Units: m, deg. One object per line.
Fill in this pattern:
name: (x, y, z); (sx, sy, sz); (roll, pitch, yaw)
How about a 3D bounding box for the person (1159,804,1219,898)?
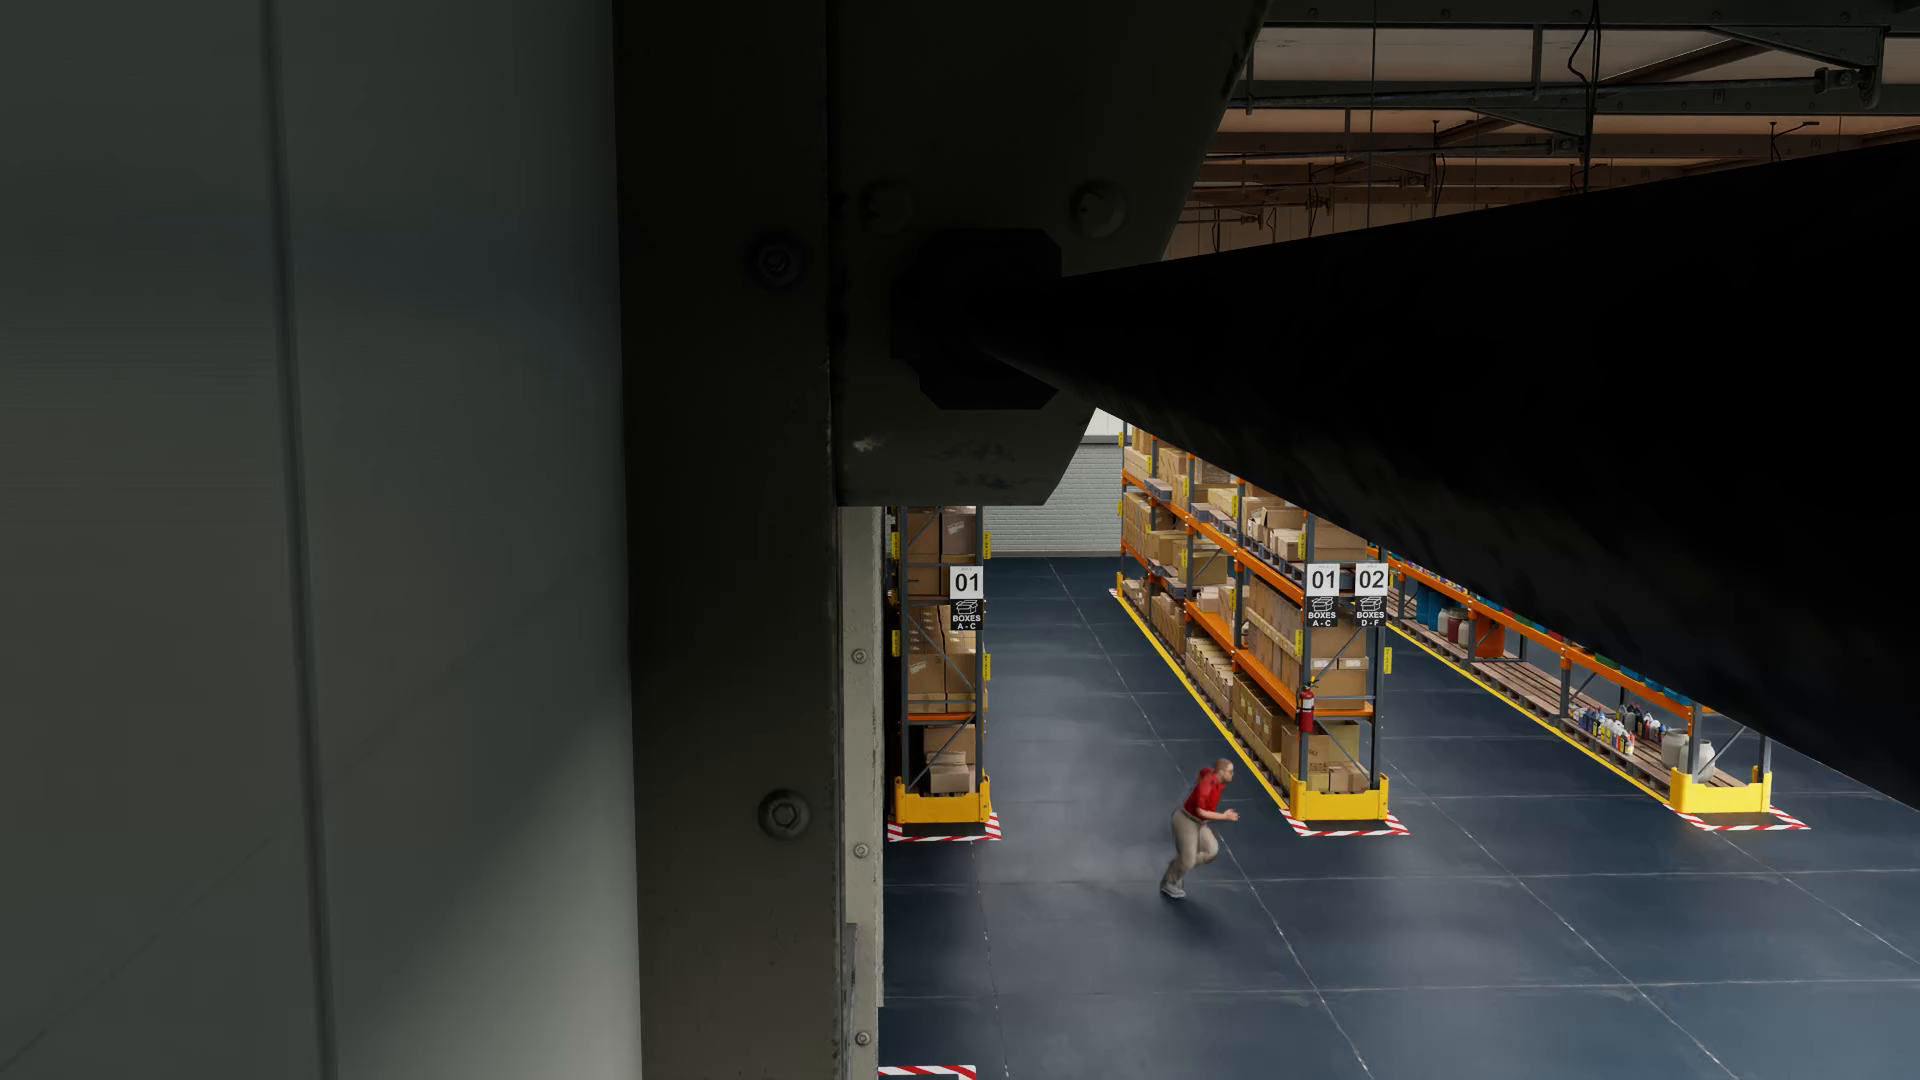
person: (2.453, 3.395, 17.911); (0.624, 0.898, 0.412); (4, 9, 24)
